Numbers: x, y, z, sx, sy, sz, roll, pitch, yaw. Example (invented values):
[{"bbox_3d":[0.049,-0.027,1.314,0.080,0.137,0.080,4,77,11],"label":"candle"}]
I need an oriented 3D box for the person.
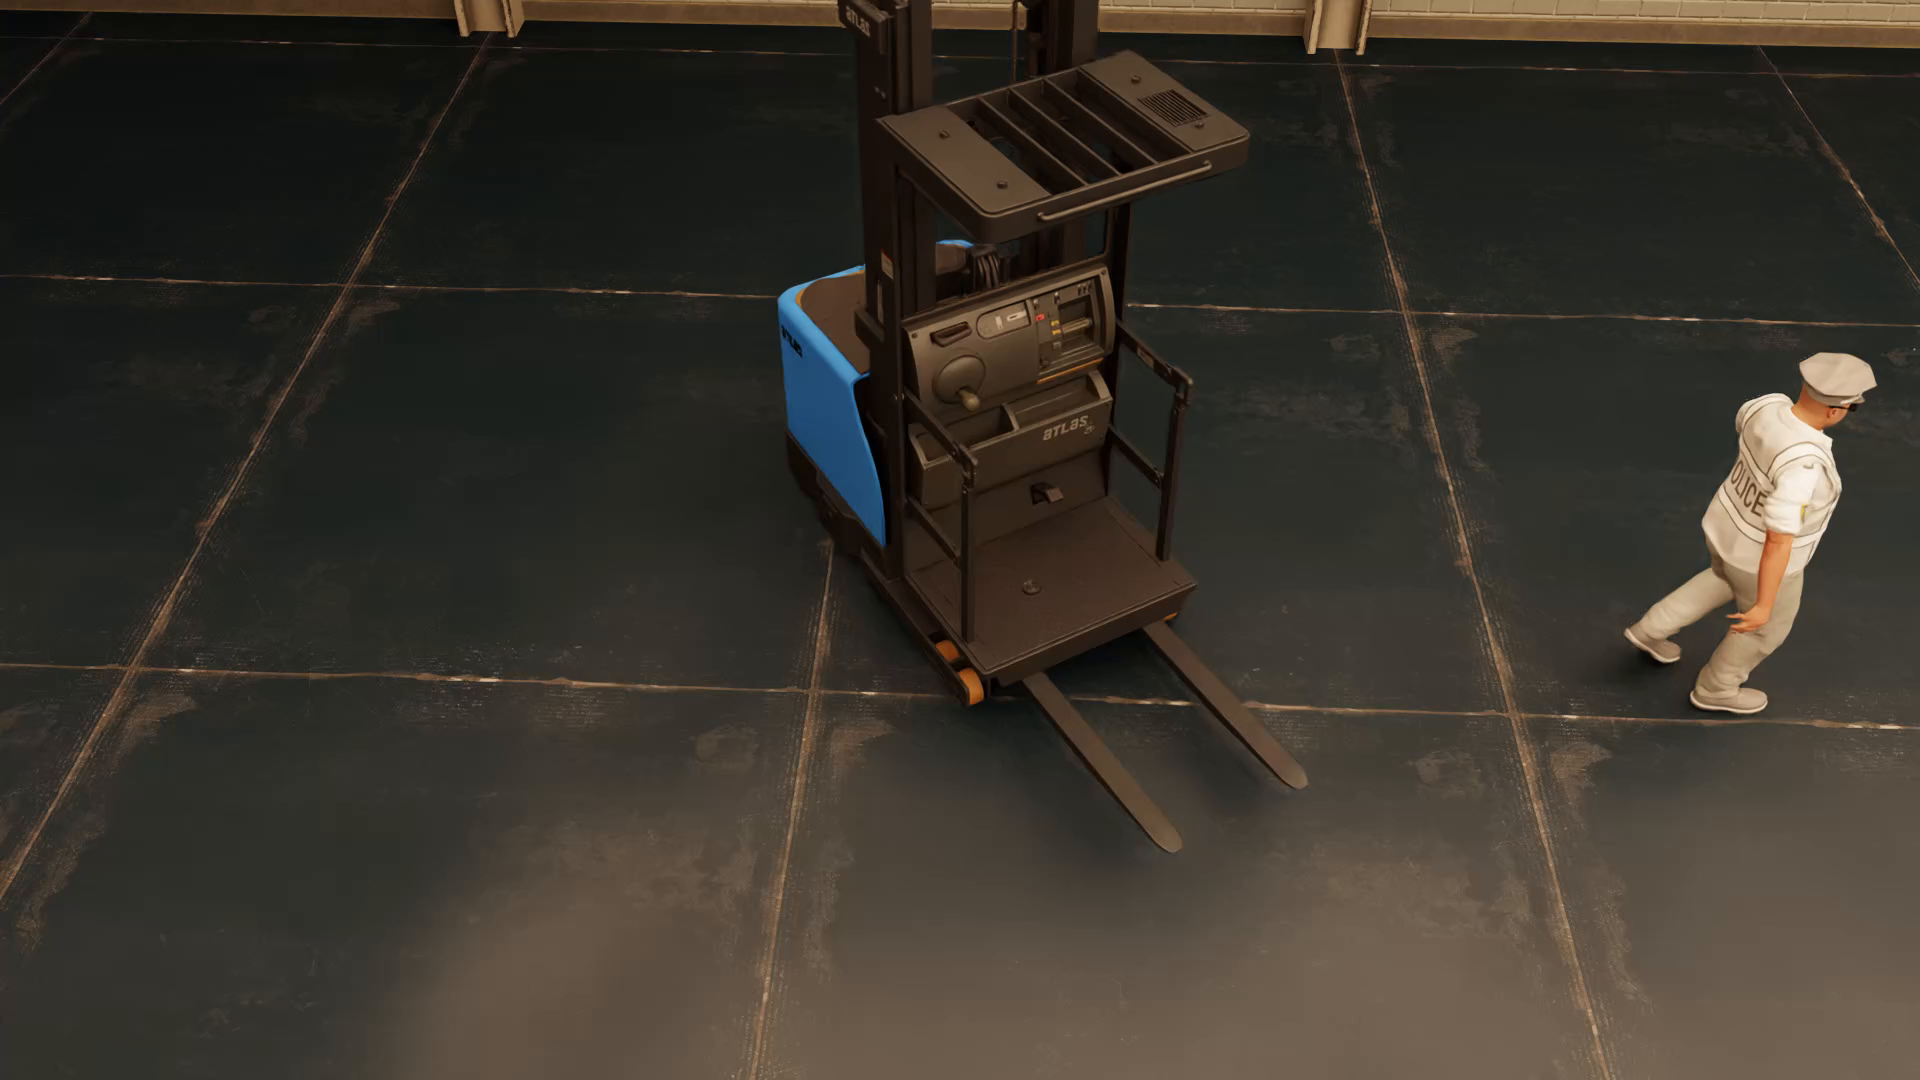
[{"bbox_3d":[3.165,0.008,6.628,0.595,1.730,0.792,-3,42,-3],"label":"person"}]

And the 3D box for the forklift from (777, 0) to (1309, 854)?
[{"bbox_3d":[0.325,-0.727,6.539,1.130,2.935,3.031,-21,47,-22],"label":"forklift"}]
